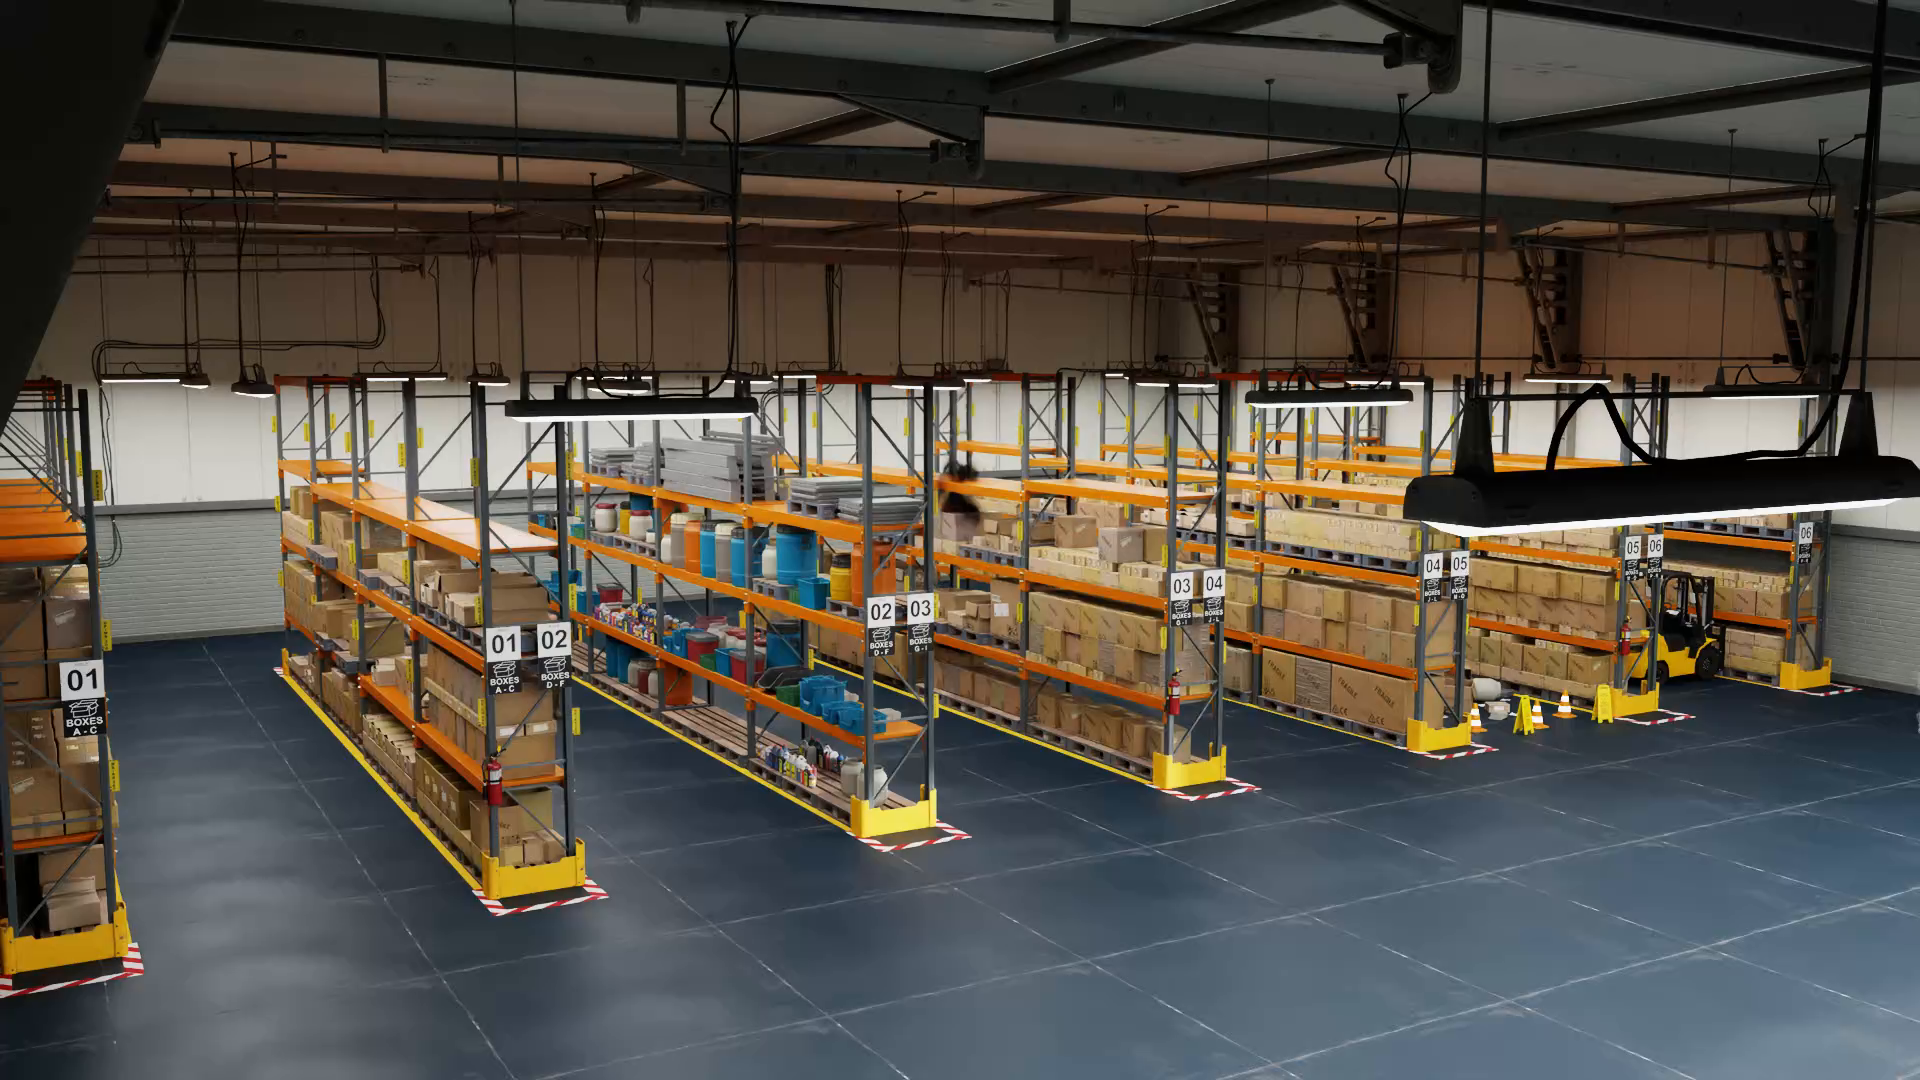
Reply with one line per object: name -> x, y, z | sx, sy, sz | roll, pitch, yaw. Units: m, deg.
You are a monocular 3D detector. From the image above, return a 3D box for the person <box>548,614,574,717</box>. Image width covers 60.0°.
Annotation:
person -> -7.207, 2.190, 29.548 | 0.704, 1.761, 1.065 | -4, 7, -31

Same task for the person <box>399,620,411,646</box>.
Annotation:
person -> -11.472, 1.783, 34.342 | 0.861, 1.609, 0.626 | 4, 7, 29
